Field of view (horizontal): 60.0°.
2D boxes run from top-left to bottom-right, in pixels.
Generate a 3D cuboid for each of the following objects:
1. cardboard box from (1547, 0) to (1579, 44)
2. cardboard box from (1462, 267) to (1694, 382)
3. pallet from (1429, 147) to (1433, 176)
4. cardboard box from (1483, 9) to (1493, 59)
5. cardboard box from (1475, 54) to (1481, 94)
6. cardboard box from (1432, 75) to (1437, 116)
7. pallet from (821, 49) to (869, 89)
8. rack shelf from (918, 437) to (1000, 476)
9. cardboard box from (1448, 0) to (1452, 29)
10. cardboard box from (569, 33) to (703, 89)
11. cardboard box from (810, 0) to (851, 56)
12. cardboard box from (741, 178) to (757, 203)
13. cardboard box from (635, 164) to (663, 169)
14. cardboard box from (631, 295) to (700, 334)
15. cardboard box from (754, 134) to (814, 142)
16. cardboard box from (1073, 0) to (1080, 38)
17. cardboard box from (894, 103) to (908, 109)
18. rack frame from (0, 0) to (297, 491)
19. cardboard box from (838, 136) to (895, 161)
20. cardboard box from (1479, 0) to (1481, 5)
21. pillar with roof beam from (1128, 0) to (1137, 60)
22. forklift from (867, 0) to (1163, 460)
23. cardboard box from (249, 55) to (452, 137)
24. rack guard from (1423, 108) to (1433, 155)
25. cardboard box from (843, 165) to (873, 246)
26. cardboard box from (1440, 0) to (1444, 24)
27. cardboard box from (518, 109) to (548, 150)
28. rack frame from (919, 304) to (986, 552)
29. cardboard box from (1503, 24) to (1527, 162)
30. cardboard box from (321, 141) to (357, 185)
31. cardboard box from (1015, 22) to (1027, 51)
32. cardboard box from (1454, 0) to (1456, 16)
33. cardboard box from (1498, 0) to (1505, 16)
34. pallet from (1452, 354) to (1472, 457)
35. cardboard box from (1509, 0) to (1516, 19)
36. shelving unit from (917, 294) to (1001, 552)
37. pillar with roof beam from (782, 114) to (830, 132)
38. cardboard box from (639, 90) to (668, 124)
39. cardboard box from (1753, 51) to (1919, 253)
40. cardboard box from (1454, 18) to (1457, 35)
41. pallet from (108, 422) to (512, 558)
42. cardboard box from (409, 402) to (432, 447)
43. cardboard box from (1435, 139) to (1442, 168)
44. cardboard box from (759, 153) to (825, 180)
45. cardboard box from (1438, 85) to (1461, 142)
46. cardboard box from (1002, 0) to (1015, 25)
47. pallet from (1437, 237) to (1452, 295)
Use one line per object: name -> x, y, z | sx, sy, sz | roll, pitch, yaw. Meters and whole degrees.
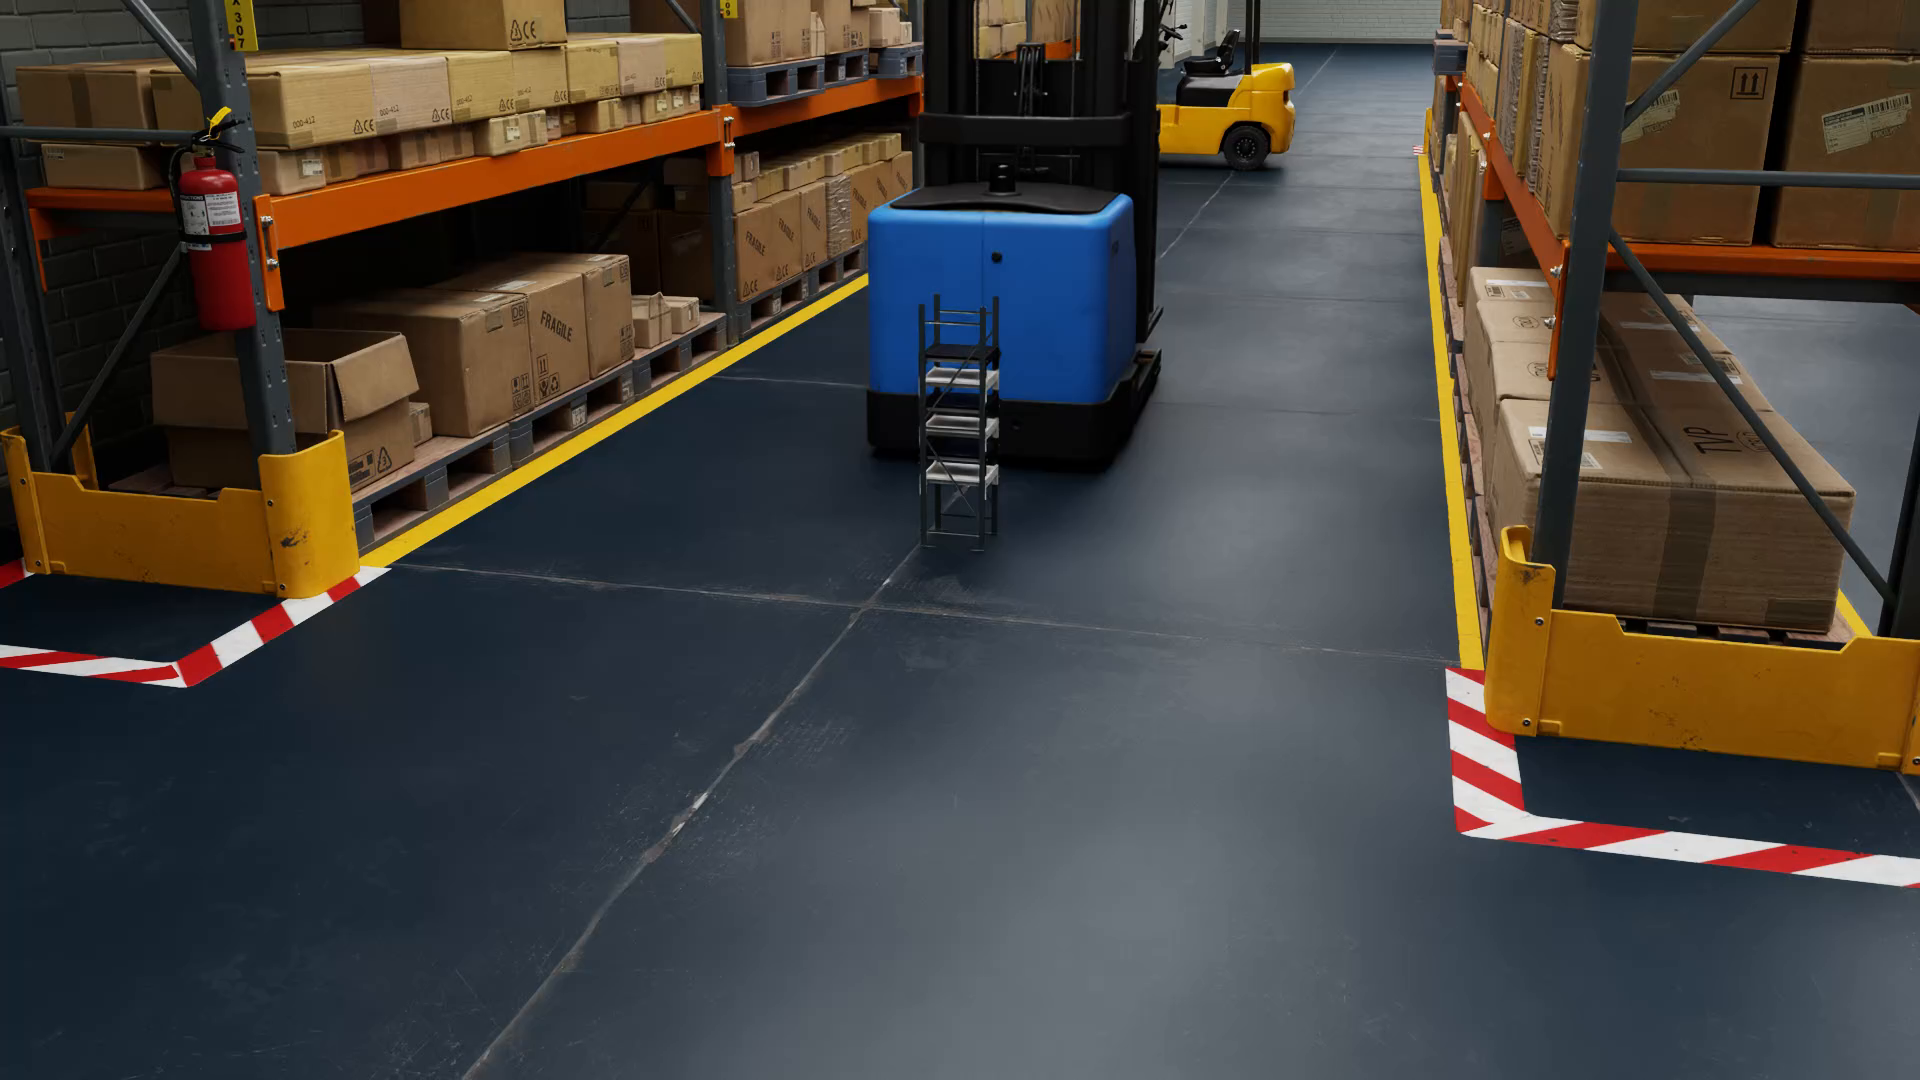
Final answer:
cardboard box -> 2.071, -1.757, 4.990 | 0.500, 0.500, 0.500 | 5, 19, 14
cardboard box -> 2.804, -0.952, 7.649 | 0.875, 0.438, 0.875 | 4, 19, 13
pallet -> 5.442, -3.939, 17.394 | 1.003, 0.211, 1.213 | 5, 19, 13
cardboard box -> 3.169, -2.797, 9.196 | 0.500, 0.250, 0.500 | 5, 20, 15
cardboard box -> 3.433, -2.877, 10.203 | 0.500, 0.250, 0.500 | 5, 20, 15
cardboard box -> 5.523, -4.930, 18.423 | 0.500, 0.500, 0.500 | 4, 19, 12
pallet -> -1.246, -3.098, 10.915 | 1.003, 0.211, 1.213 | 5, 19, 13
rack shelf -> -0.002, -0.307, 6.075 | 0.258, 0.077, 0.200 | 5, 19, 13
cardboard box -> 5.003, -5.171, 16.070 | 0.500, 0.500, 0.500 | 5, 20, 15
cardboard box -> -1.640, -2.436, 8.451 | 0.500, 0.250, 0.500 | 5, 20, 15
cardboard box -> -1.099, -3.334, 10.502 | 0.700, 0.500, 0.500 | 5, 19, 13
cardboard box -> -1.414, -2.052, 9.770 | 0.380, 0.149, 0.250 | 4, 19, 12
cardboard box -> -1.795, -2.248, 10.343 | 0.380, 0.149, 0.250 | 4, 19, 11
cardboard box -> -1.604, -1.197, 8.812 | 0.380, 0.149, 0.250 | 4, 19, 12
cardboard box -> -1.296, -2.902, 12.256 | 0.380, 0.149, 0.250 | 5, 20, 15
cardboard box -> 1.053, -5.856, 18.538 | 0.500, 0.500, 0.500 | 4, 19, 12
cardboard box -> -0.112, -3.721, 15.464 | 0.875, 0.625, 0.625 | 4, 19, 13
rack frame -> -2.730, -1.292, 5.328 | 1.000, 3.000, 0.127 | 5, 19, 13
cardboard box -> -0.687, -2.859, 12.131 | 0.380, 0.149, 0.250 | 4, 19, 11
cardboard box -> 3.570, -3.637, 10.494 | 0.500, 0.500, 0.500 | 5, 19, 14
pillar with roof beam -> 7.242, -12.420, 28.626 | 9.100, 9.000, 0.400 | 5, 19, 13
forklift -> 0.425, -2.161, 7.979 | 1.130, 2.935, 3.031 | 4, 19, 12
cardboard box -> -2.235, -1.640, 6.121 | 0.500, 0.250, 0.500 | 5, 19, 14
rack guard -> 5.975, -4.709, 19.200 | 1.175, 0.500, 0.348 | 5, 19, 13
cardboard box -> -0.928, -2.345, 11.630 | 0.500, 0.500, 0.500 | 6, 20, 16
cardboard box -> 5.609, -5.977, 18.431 | 0.500, 0.500, 0.500 | 4, 19, 13
cardboard box -> -1.976, -1.738, 7.024 | 0.380, 0.149, 0.250 | 5, 20, 15
rack frame -> -0.027, -0.391, 5.941 | 0.240, 0.900, 0.006 | 5, 19, 13
cardboard box -> 2.438, -1.763, 6.552 | 0.500, 0.500, 0.500 | 5, 19, 14
cardboard box -> -2.366, -1.337, 5.851 | 0.380, 0.149, 0.250 | 5, 20, 15
cardboard box -> 0.333, -4.803, 15.841 | 0.500, 0.250, 0.500 | 5, 20, 15
cardboard box -> 4.253, -4.452, 13.315 | 0.500, 0.500, 0.500 | 4, 19, 11
cardboard box -> 2.927, -2.835, 8.145 | 0.500, 0.500, 0.500 | 5, 20, 15
pallet -> 2.800, -0.603, 7.625 | 1.003, 0.211, 1.213 | 5, 19, 13
cardboard box -> 2.710, -2.545, 7.296 | 0.500, 0.500, 0.500 | 5, 19, 14
shelving unit -> -0.002, -0.423, 6.035 | 0.258, 0.900, 0.210 | 5, 19, 13
pillar with roof beam -> 2.844, -6.778, 12.109 | 9.100, 9.000, 0.400 | 5, 19, 13
cardboard box -> -1.668, -2.140, 8.200 | 0.380, 0.149, 0.250 | 5, 20, 15
cardboard box -> 2.480, -1.076, 4.542 | 0.500, 0.500, 0.500 | 5, 19, 13
cardboard box -> 4.229, -4.187, 13.545 | 0.380, 0.149, 0.250 | 5, 20, 15
pallet -> -2.517, -0.246, 6.580 | 1.003, 0.211, 1.213 | 5, 19, 13
cardboard box -> -2.347, -0.455, 6.641 | 0.380, 0.149, 0.250 | 4, 19, 11
cardboard box -> 4.900, -3.766, 16.177 | 0.500, 0.250, 0.500 | 6, 20, 16
cardboard box -> -1.111, -2.461, 10.965 | 0.380, 0.149, 0.250 | 5, 19, 14
cardboard box -> 4.901, -4.121, 16.056 | 0.500, 0.500, 0.500 | 4, 19, 13
cardboard box -> 0.211, -4.882, 15.300 | 0.500, 0.250, 0.500 | 4, 19, 12
pallet -> 3.773, -1.847, 11.270 | 1.003, 0.211, 1.213 | 5, 19, 13
